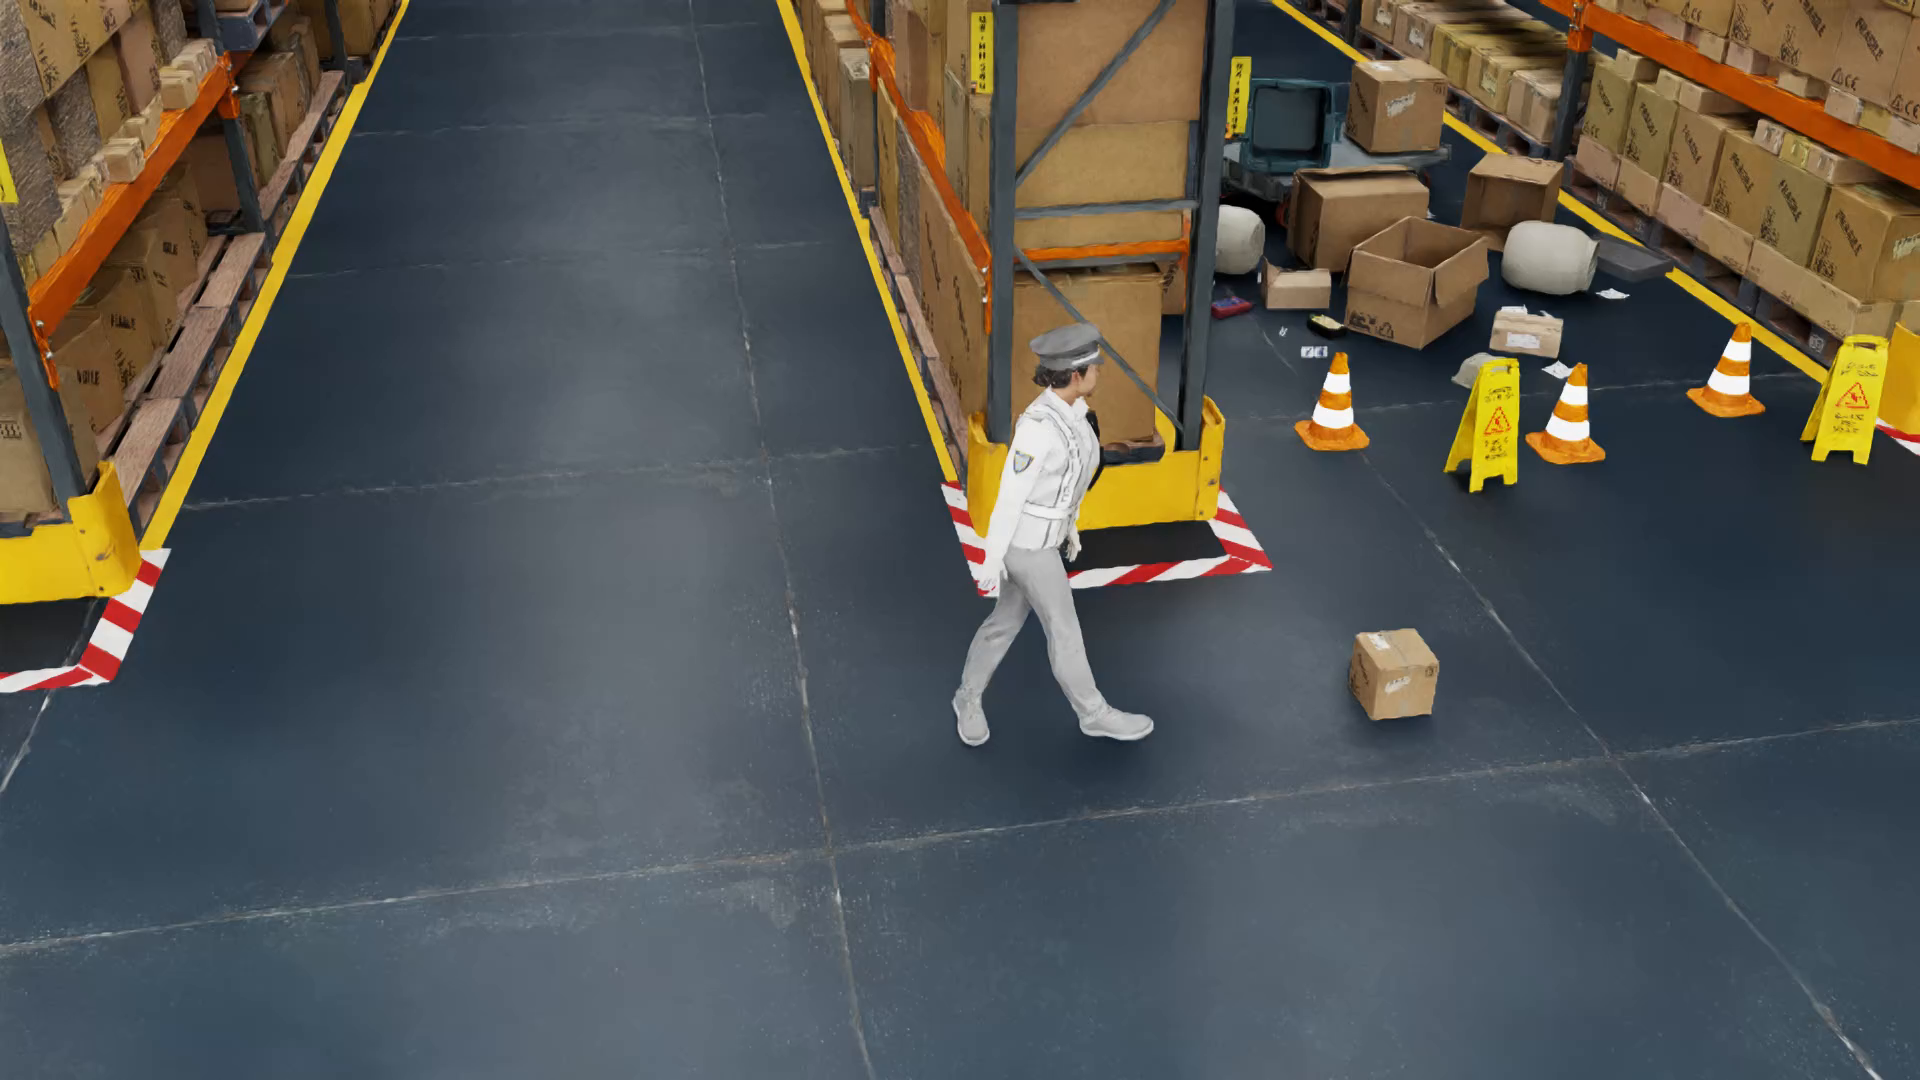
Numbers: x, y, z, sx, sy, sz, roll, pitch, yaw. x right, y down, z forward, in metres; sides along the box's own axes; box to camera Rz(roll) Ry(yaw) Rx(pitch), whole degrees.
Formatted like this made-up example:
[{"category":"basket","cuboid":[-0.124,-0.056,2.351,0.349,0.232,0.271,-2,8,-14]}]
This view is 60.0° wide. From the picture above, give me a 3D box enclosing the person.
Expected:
[{"category":"person","cuboid":[0.373,0.007,6.125,0.804,1.640,0.551,11,33,17]}]
